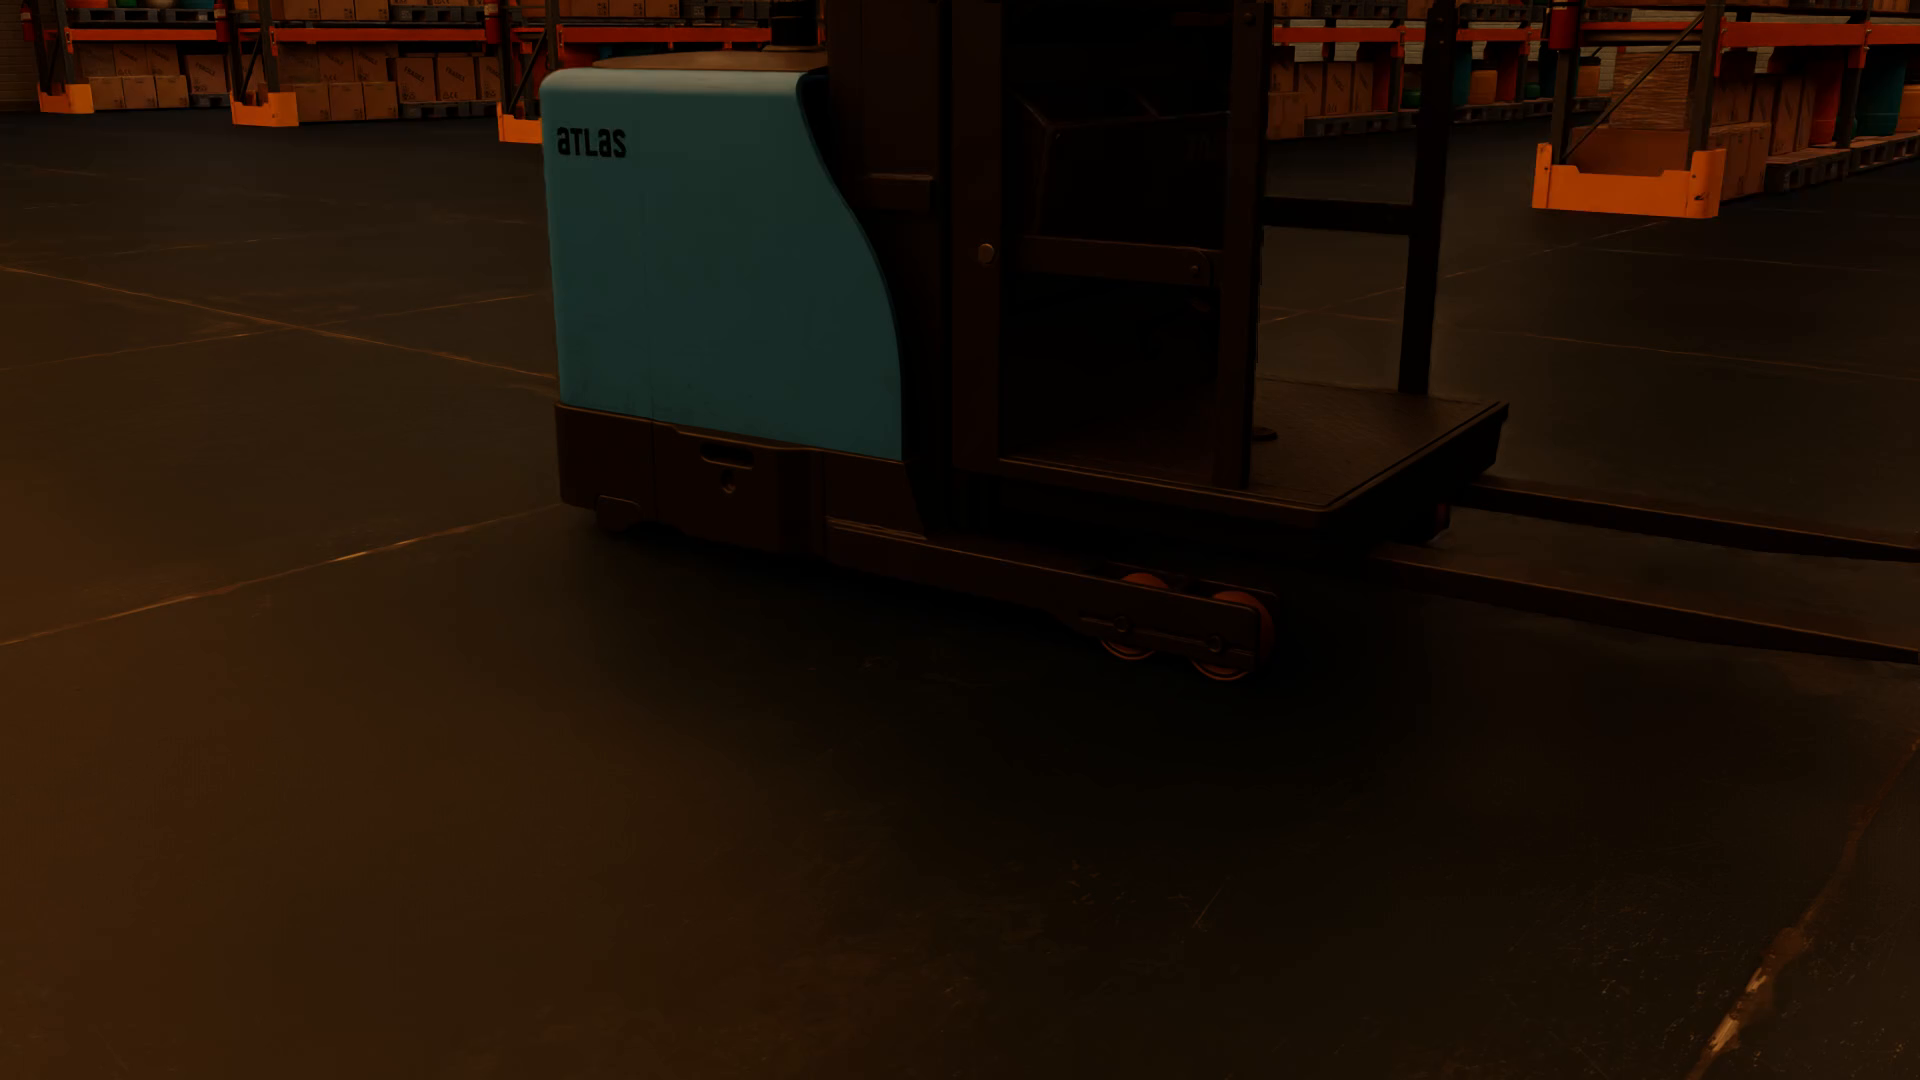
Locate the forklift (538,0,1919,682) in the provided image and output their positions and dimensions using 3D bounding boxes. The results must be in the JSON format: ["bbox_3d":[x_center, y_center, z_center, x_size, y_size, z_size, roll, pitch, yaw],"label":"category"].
[{"bbox_3d":[0.541,-1.316,3.231,3.031,2.935,1.130,11,20,32],"label":"forklift"}]
